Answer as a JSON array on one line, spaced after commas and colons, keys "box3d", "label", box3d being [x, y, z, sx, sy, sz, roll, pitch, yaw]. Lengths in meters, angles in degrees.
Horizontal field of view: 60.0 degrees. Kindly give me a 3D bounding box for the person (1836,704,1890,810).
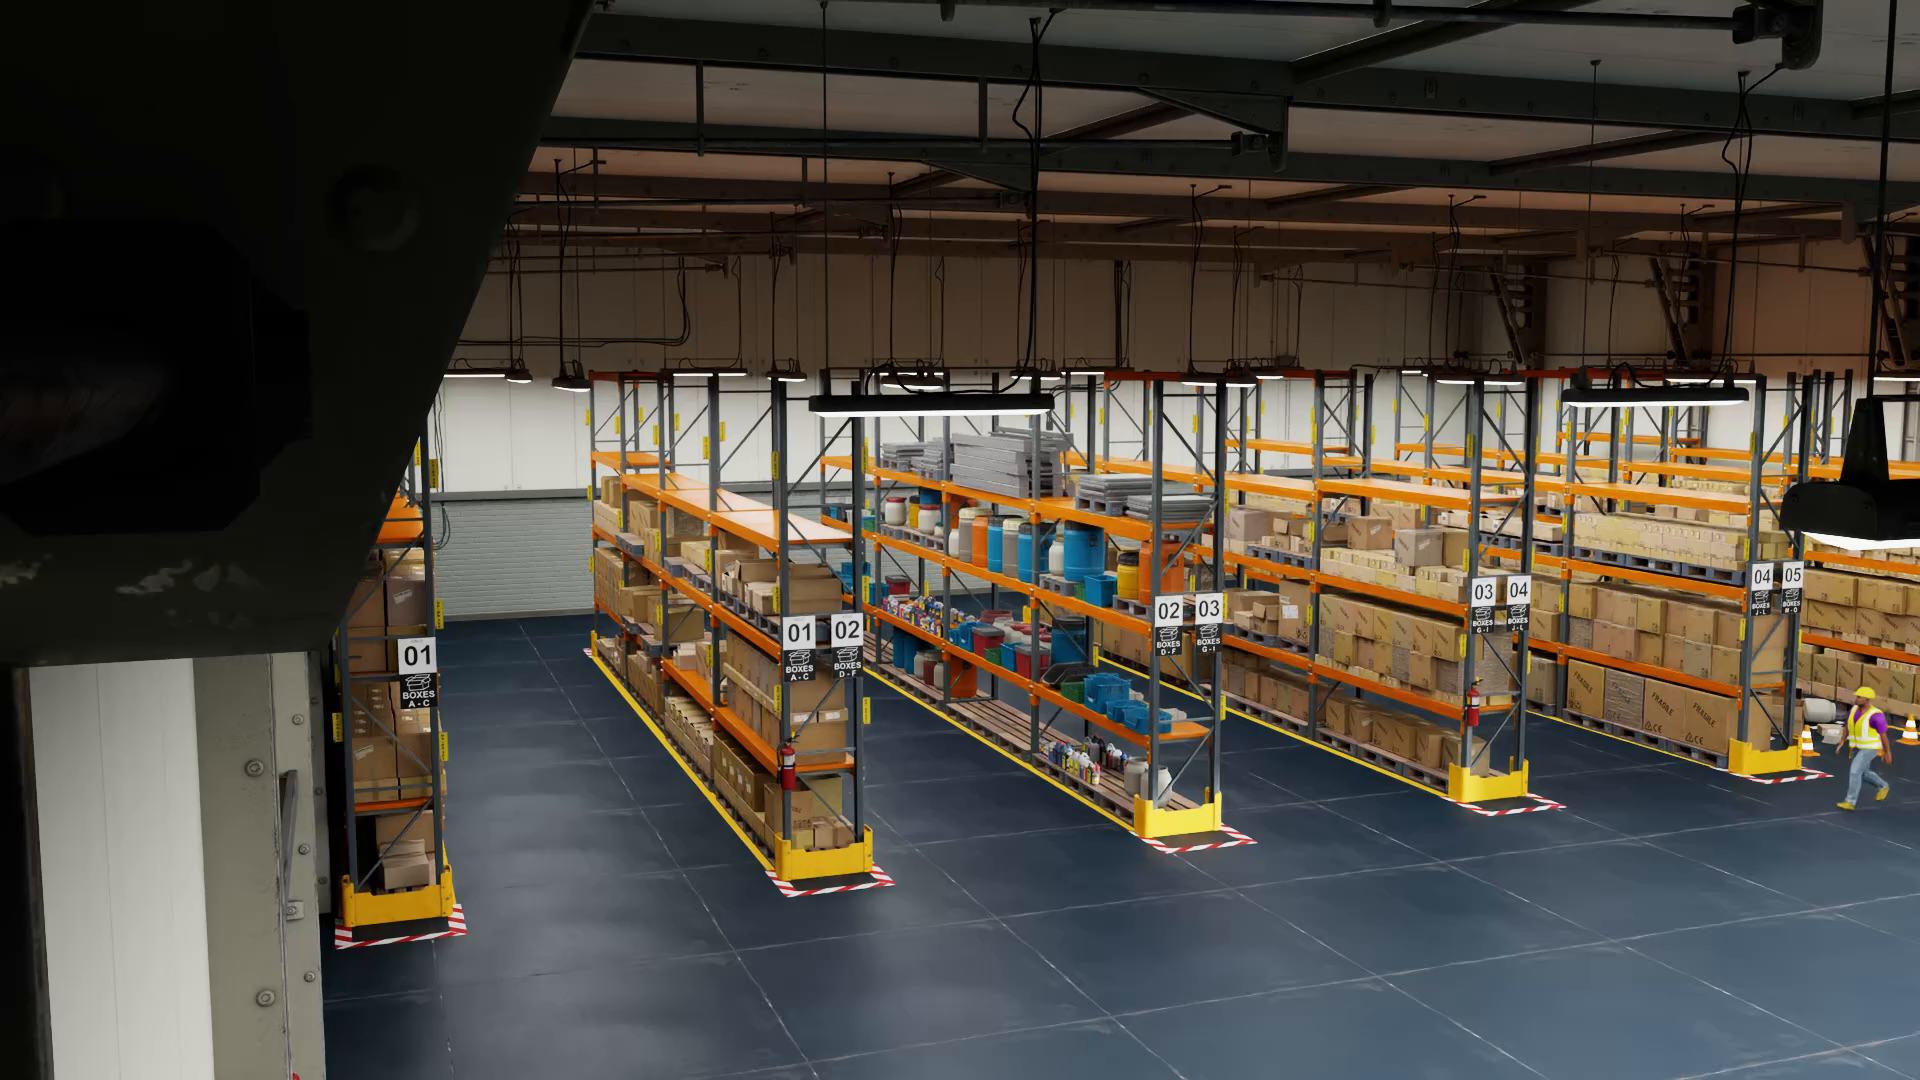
[{"box3d": [12.661, 3.013, 23.263, 1.068, 1.469, 0.593, -2, 7, -16], "label": "person"}]
